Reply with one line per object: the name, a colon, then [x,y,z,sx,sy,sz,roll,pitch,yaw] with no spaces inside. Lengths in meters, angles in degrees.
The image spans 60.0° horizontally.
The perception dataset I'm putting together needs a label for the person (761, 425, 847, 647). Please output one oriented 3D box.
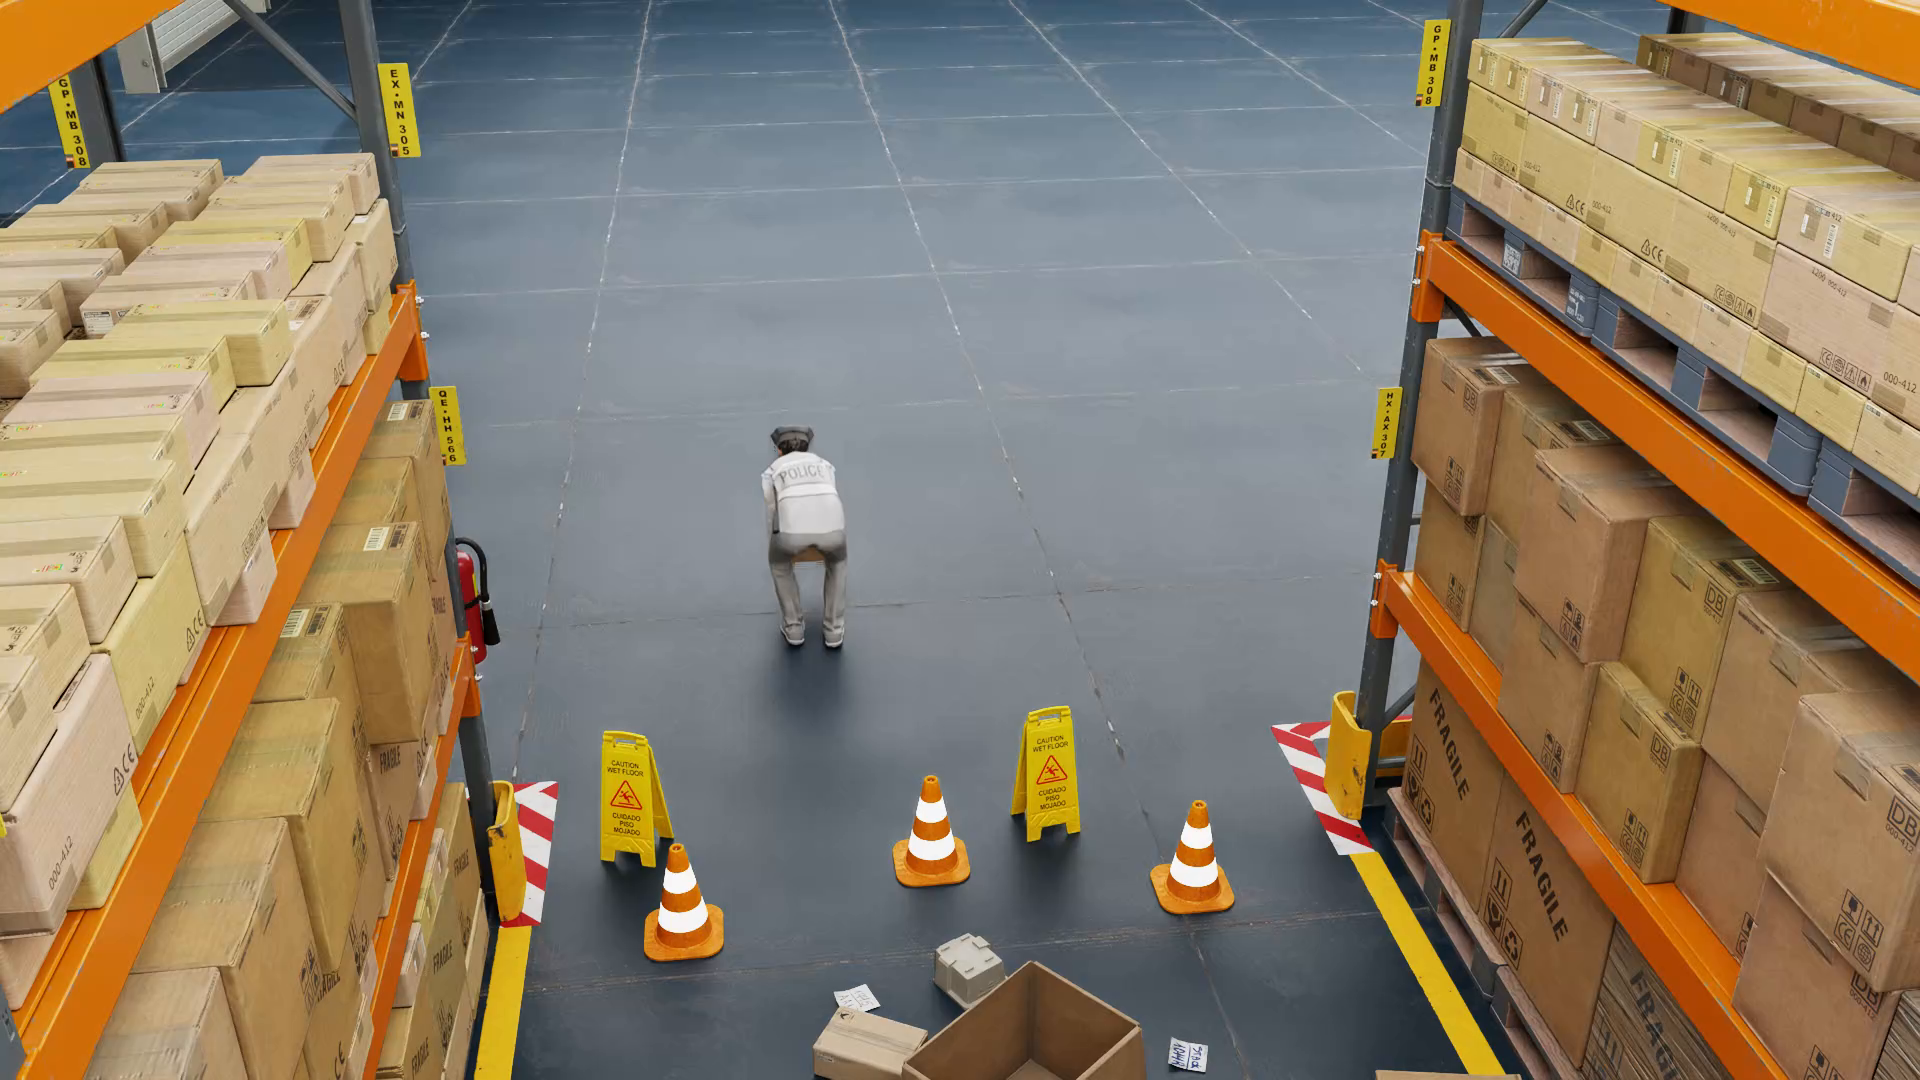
person: [-0.863,-0.020,9.269,0.441,1.105,0.918,-5,28,-10]
